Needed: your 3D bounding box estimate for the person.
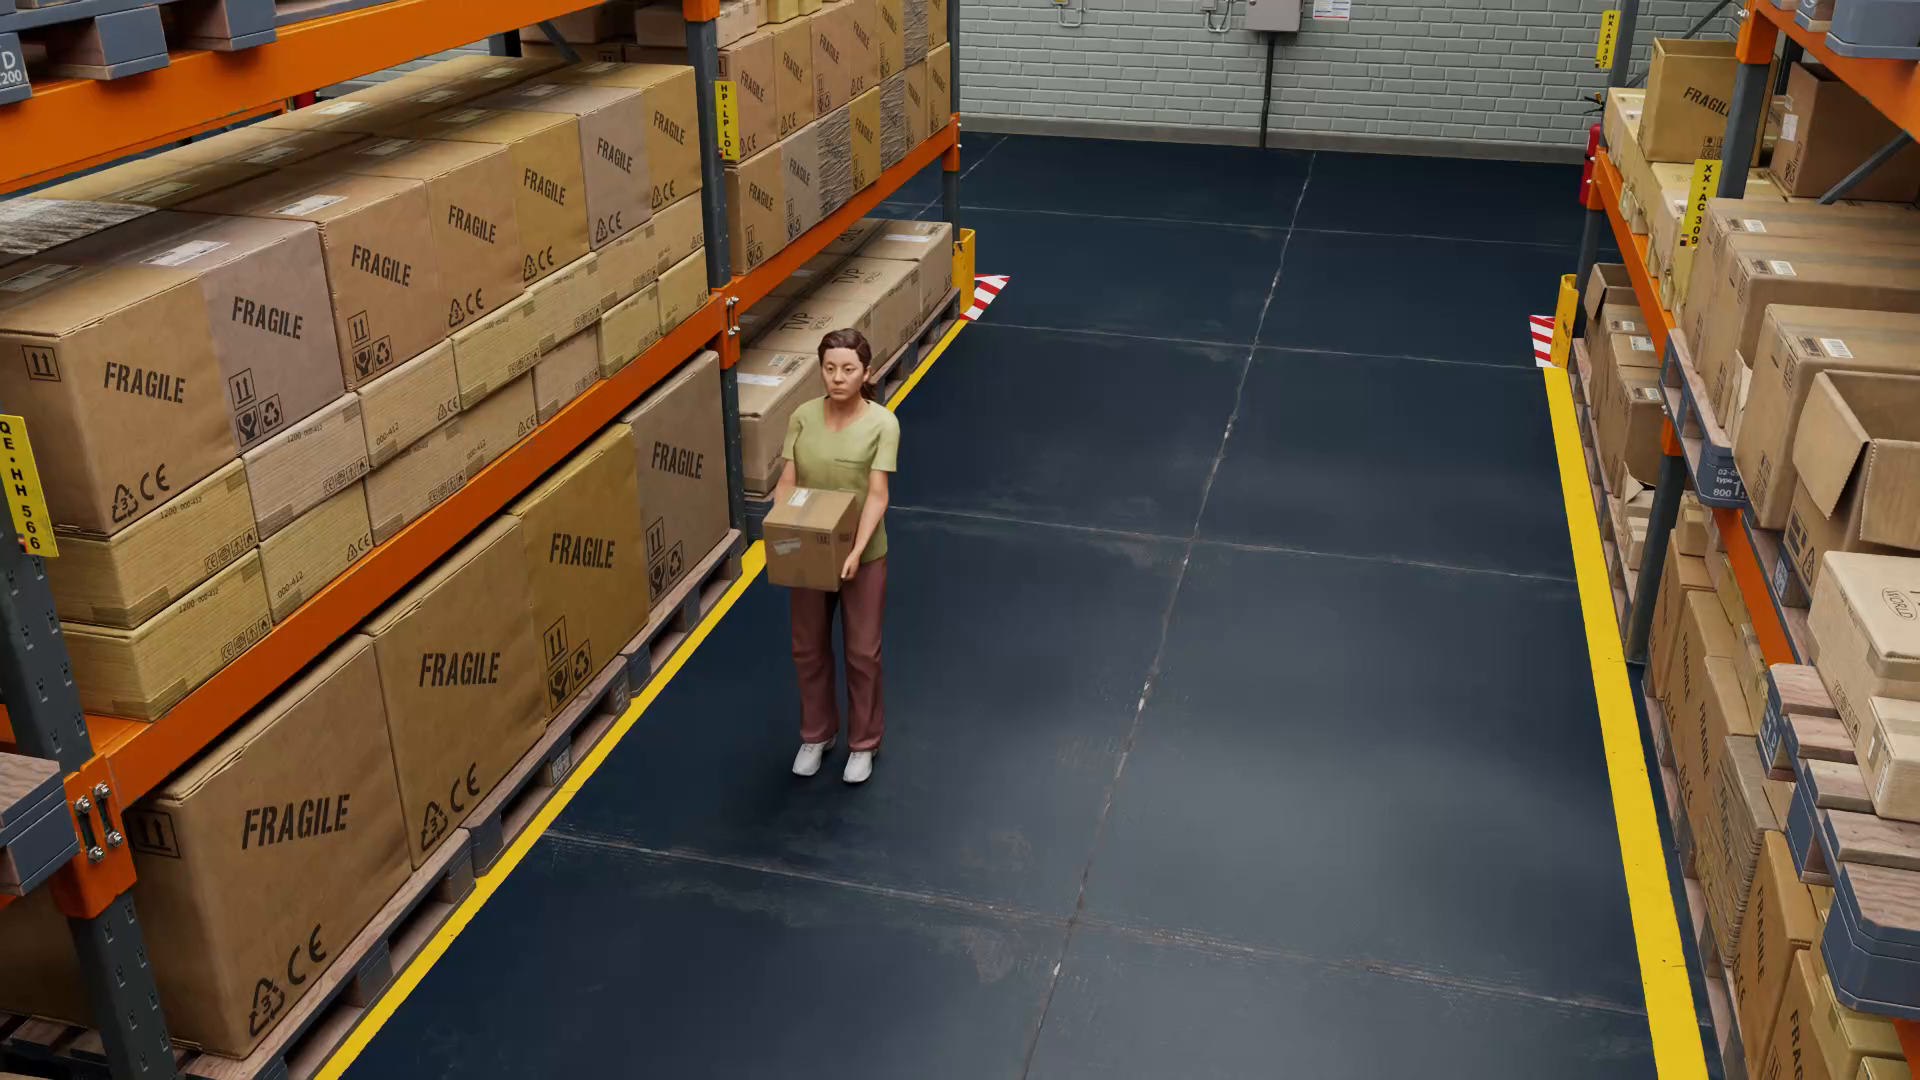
[{"bbox_3d":[-0.446,0.081,5.954,0.425,1.662,0.561,7,26,14],"label":"person"}]
